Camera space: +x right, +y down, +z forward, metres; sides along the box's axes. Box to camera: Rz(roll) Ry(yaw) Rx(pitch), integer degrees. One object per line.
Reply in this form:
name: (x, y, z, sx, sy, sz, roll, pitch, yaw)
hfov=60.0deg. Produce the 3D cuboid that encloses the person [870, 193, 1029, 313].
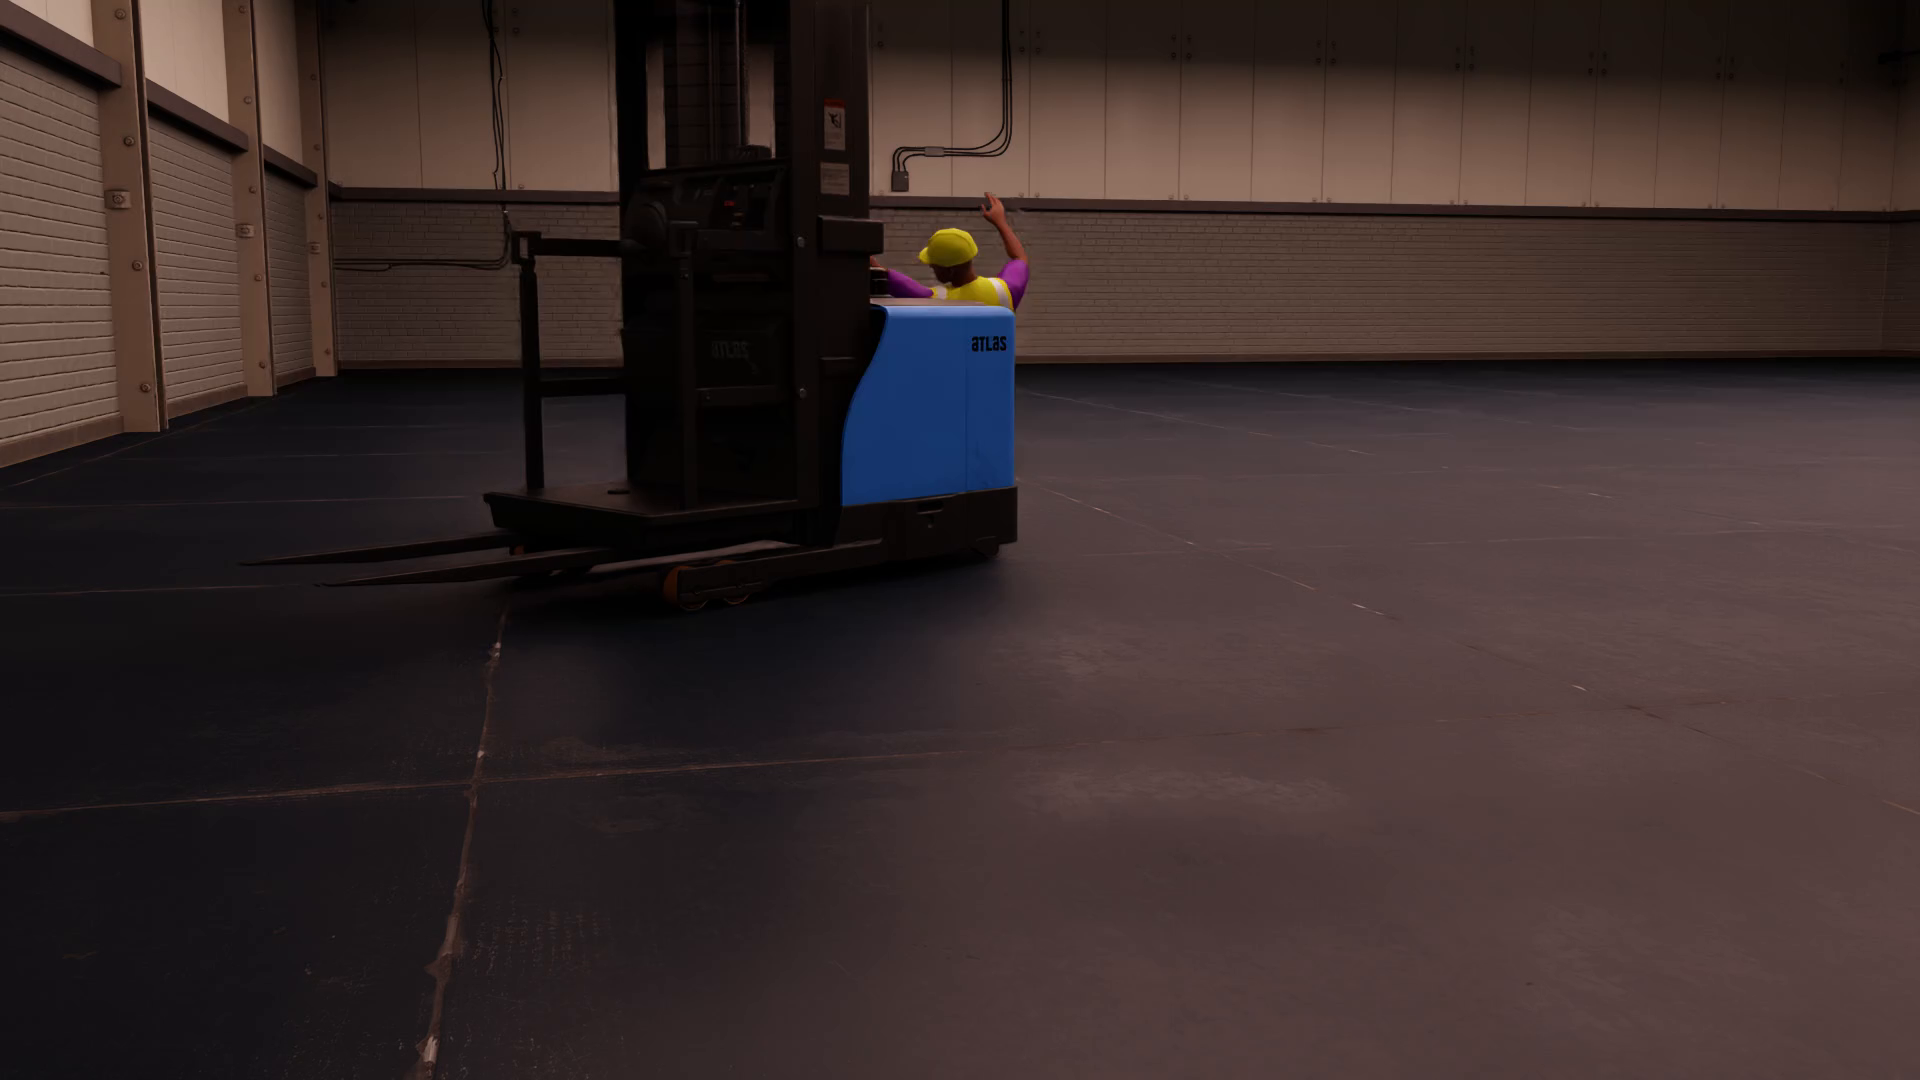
person: (-0.180, -0.908, 8.311, 1.083, 1.662, 0.807, -2, 8, -12)

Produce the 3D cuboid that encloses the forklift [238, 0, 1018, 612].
forklift: (-1.135, -1.277, 6.255, 1.130, 2.935, 3.031, 8, 11, 43)
